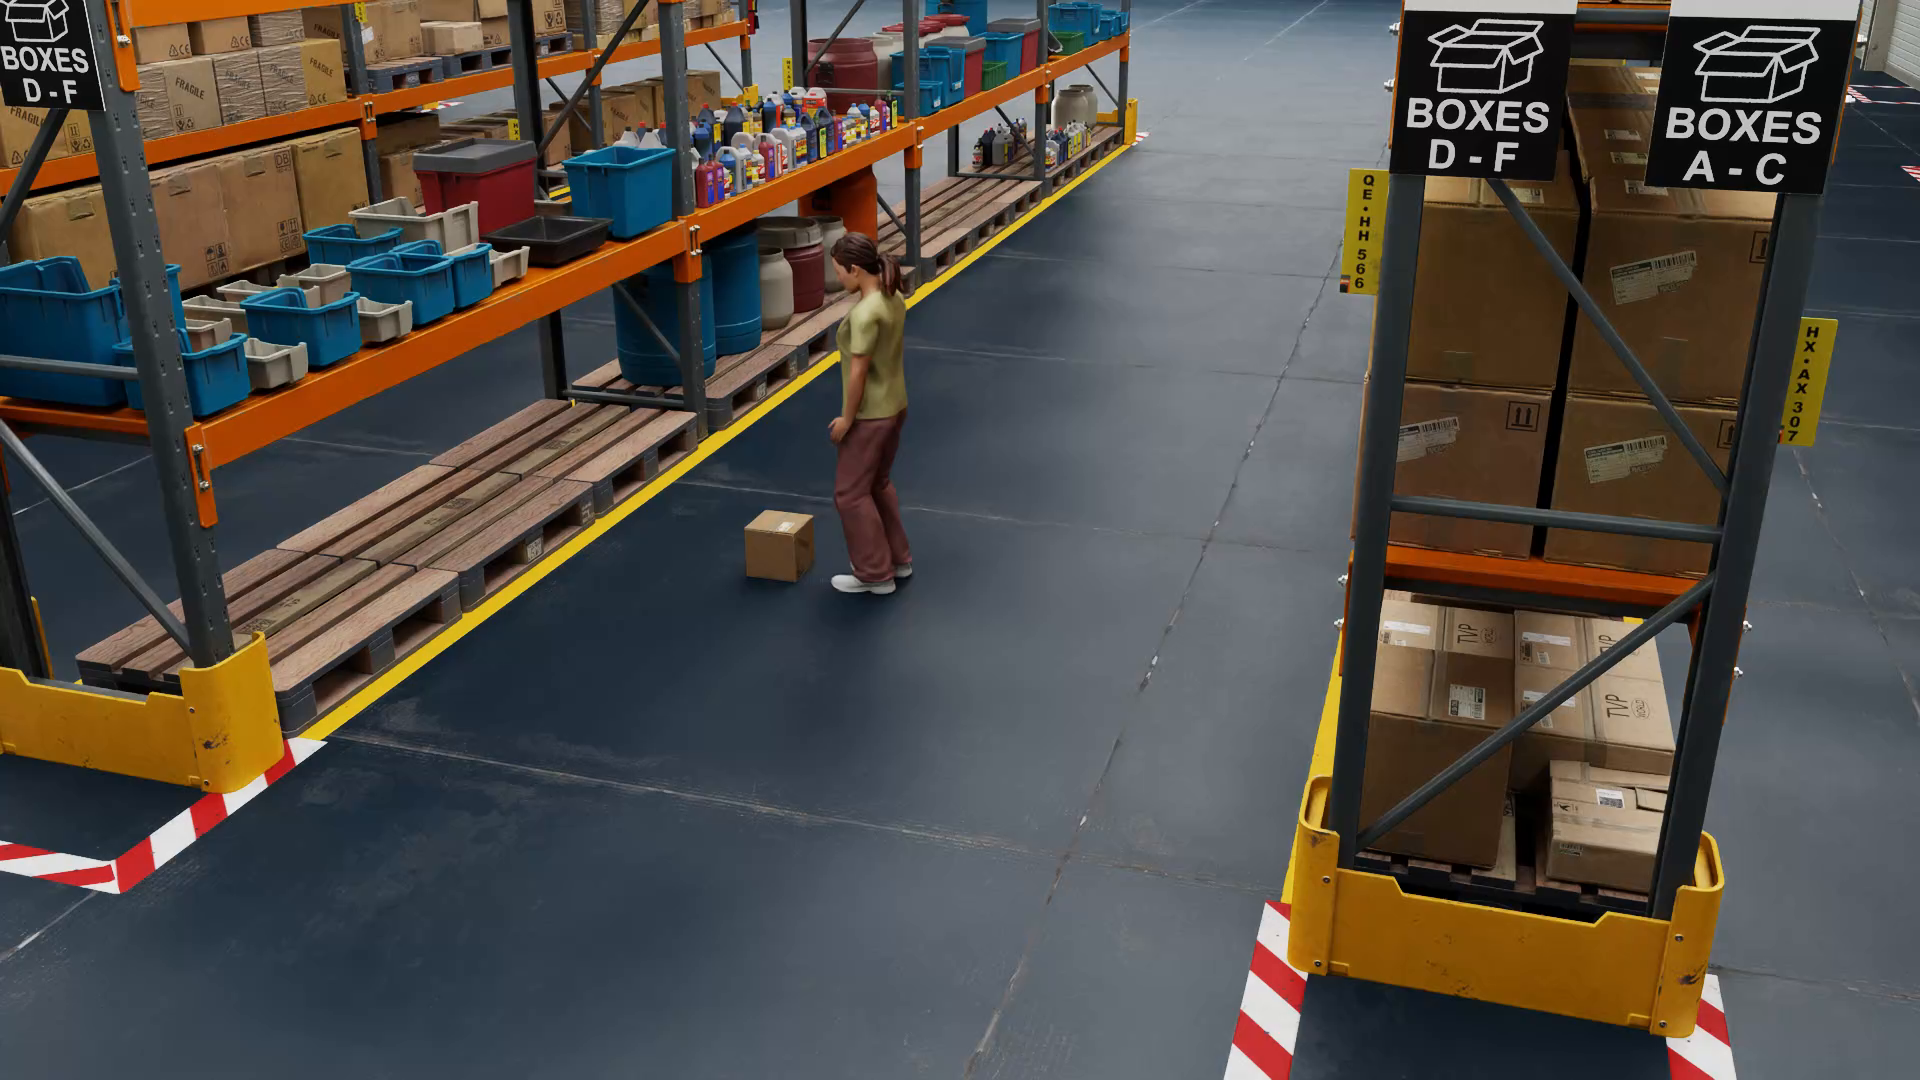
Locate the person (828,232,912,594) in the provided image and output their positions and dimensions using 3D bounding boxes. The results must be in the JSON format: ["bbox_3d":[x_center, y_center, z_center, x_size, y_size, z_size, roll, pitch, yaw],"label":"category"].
[{"bbox_3d":[-0.404,-0.560,7.504,0.350,1.662,0.455,7,23,17],"label":"person"}]
